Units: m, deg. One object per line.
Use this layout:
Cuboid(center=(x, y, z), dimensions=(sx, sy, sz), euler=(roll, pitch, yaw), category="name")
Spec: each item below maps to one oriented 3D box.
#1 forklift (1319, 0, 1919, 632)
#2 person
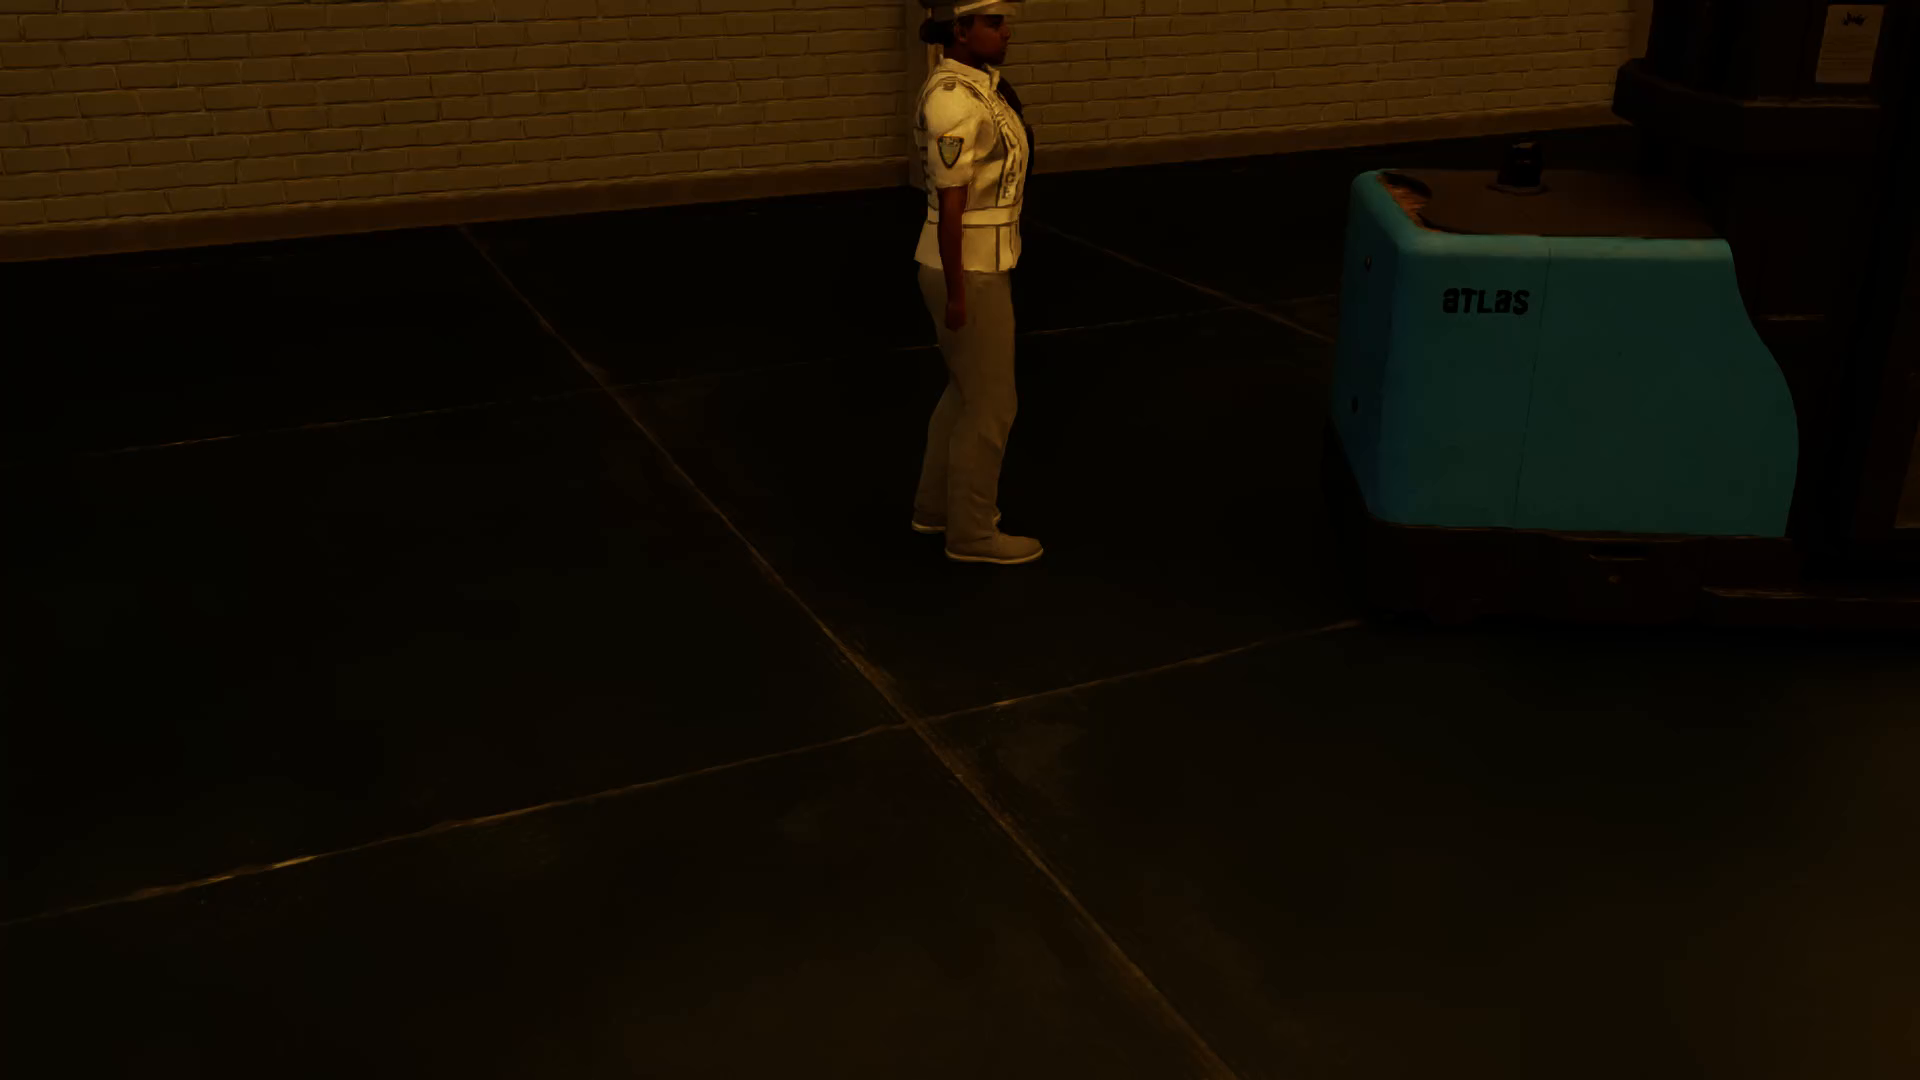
Cuboid(center=(2.632, -1.256, 4.310), dimensions=(3.031, 2.935, 1.130), euler=(2, 23, 4), category="forklift")
Cuboid(center=(0.054, -0.777, 4.801), dimensions=(0.416, 1.682, 0.469), euler=(2, 23, 6), category="person")
